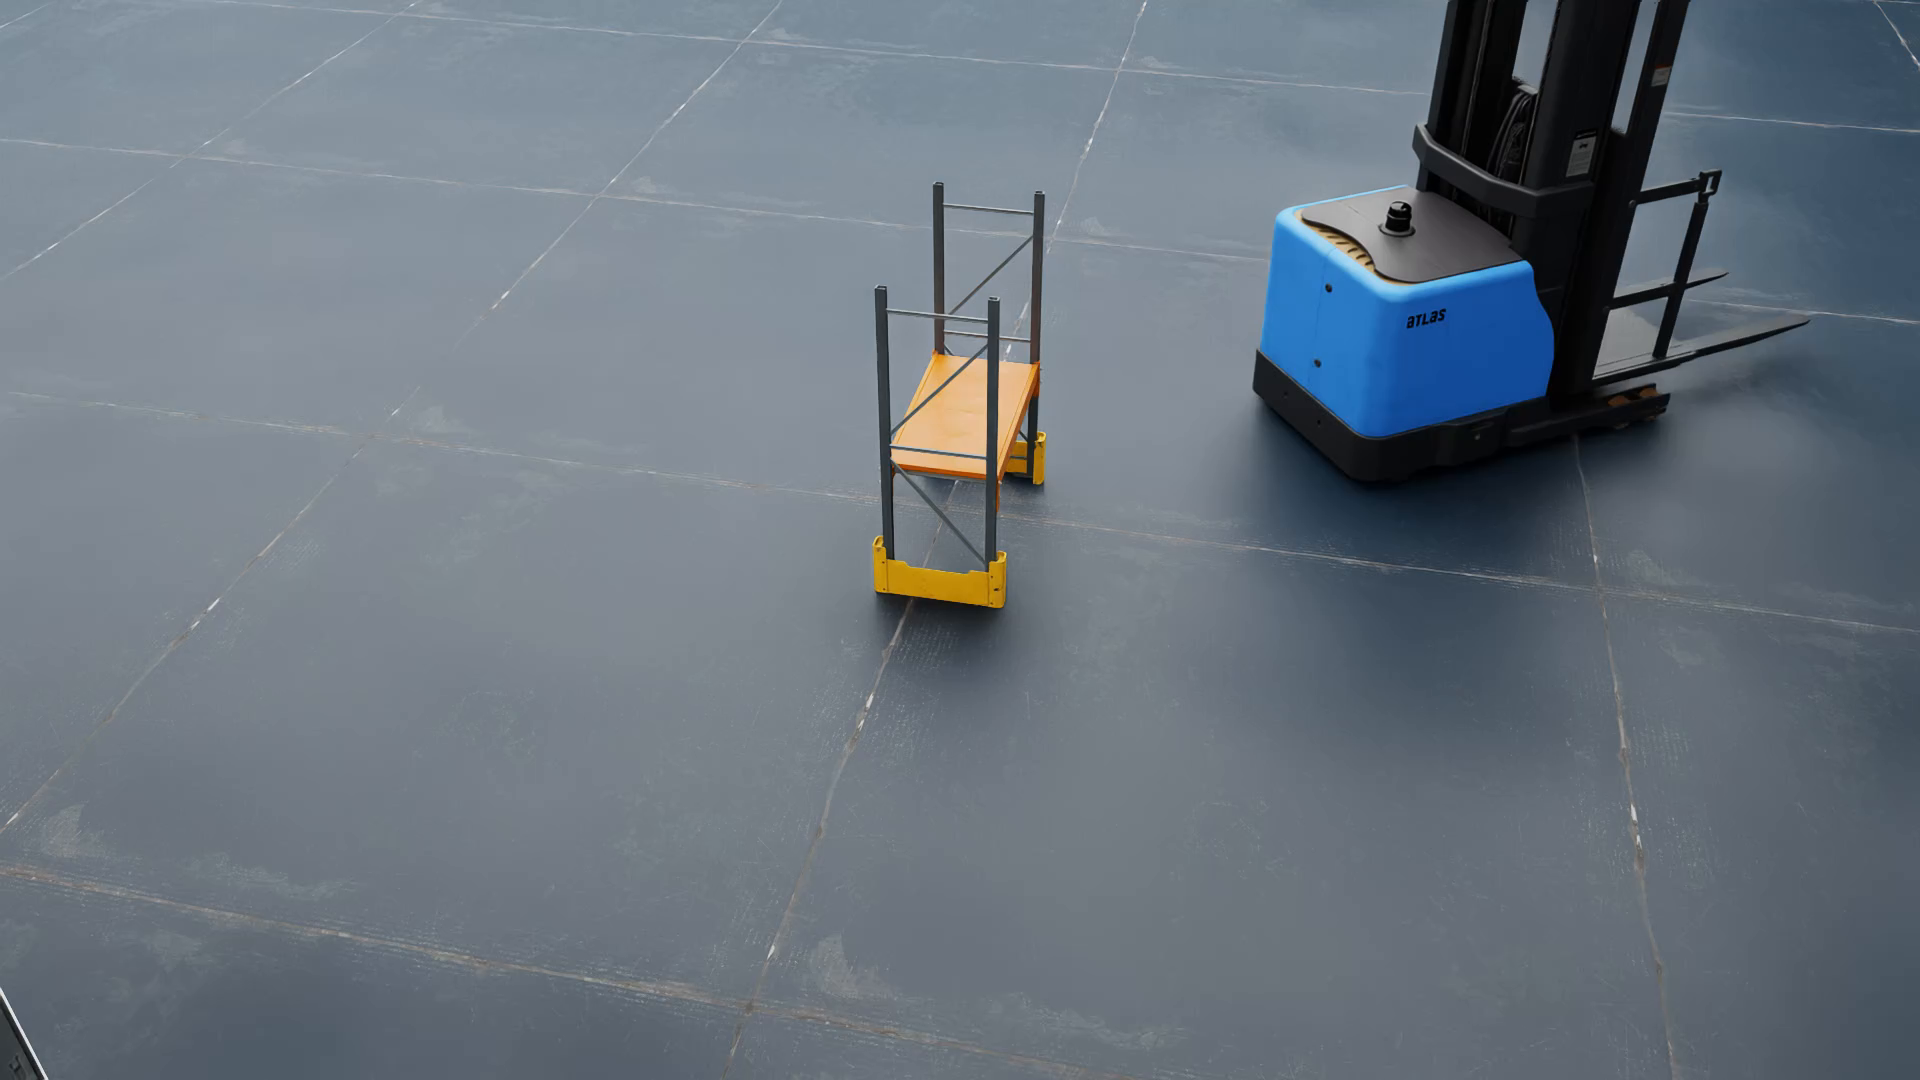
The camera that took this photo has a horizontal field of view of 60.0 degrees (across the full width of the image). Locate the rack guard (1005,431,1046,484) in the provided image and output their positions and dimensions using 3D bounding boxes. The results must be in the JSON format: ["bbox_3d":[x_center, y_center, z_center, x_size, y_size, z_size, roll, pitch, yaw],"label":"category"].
[{"bbox_3d":[0.123,-0.430,8.131,0.587,0.250,0.087,7,37,10],"label":"rack guard"}]

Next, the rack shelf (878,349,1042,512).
[{"bbox_3d":[0.018,-0.511,7.483,0.538,0.185,1.000,7,37,10],"label":"rack shelf"}]

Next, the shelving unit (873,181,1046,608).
[{"bbox_3d":[0.016,-0.651,7.370,0.587,1.500,1.083,7,37,10],"label":"shelving unit"}]

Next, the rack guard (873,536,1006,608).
[{"bbox_3d":[-0.090,0.141,7.343,0.587,0.250,0.087,7,37,10],"label":"rack guard"}]

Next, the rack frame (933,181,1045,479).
[{"bbox_3d":[0.127,-0.948,7.779,0.500,1.500,0.032,7,37,10],"label":"rack frame"}]

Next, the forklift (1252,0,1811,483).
[{"bbox_3d":[3.098,-2.028,8.050,3.031,2.935,1.130,-14,38,-19],"label":"forklift"}]

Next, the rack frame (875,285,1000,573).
[{"bbox_3d":[-0.090,-0.365,6.975,0.500,1.500,0.032,7,37,10],"label":"rack frame"}]
